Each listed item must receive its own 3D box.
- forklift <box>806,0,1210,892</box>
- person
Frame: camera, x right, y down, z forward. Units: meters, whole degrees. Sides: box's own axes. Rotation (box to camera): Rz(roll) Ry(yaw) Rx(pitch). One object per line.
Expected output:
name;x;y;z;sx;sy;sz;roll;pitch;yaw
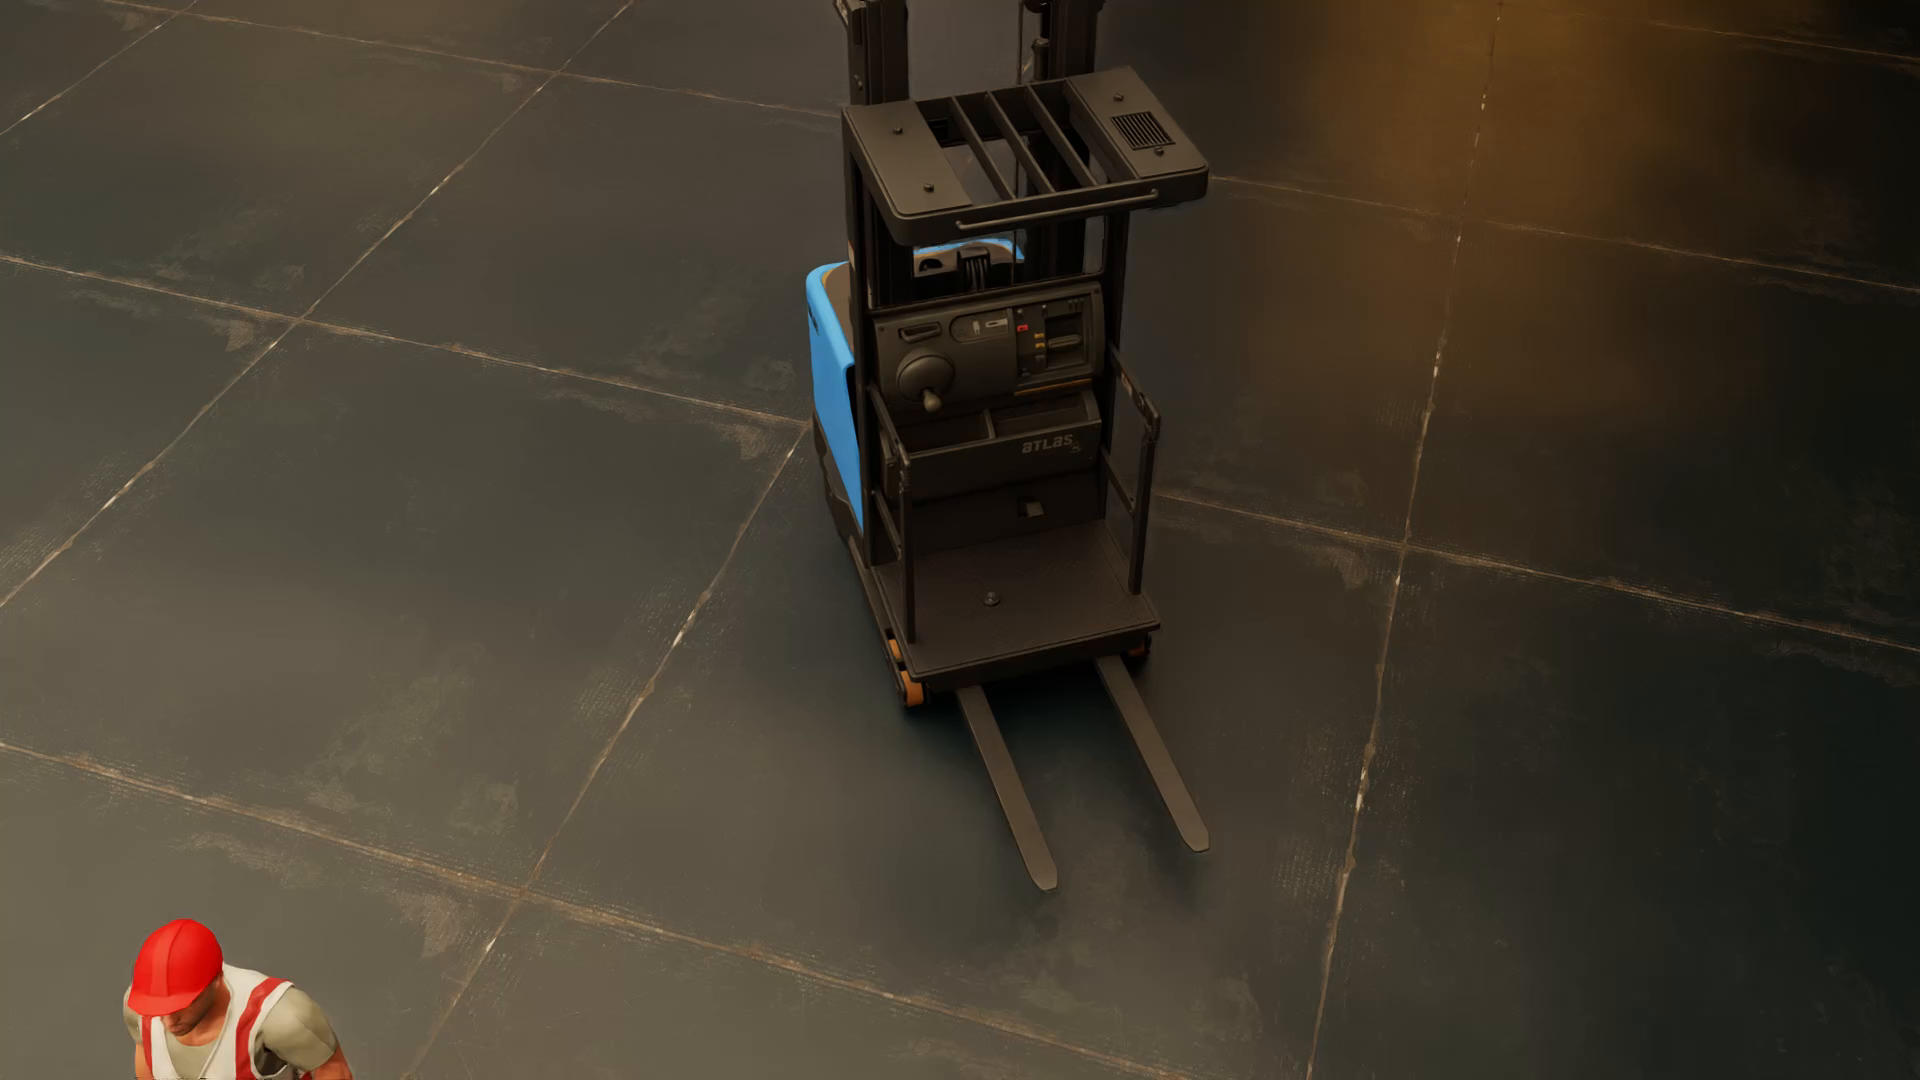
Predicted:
forklift;0.189;-0.669;6.408;1.130;2.935;3.031;-12;44;-12
person;-2.031;1.716;4.708;0.631;1.811;0.501;6;43;7
